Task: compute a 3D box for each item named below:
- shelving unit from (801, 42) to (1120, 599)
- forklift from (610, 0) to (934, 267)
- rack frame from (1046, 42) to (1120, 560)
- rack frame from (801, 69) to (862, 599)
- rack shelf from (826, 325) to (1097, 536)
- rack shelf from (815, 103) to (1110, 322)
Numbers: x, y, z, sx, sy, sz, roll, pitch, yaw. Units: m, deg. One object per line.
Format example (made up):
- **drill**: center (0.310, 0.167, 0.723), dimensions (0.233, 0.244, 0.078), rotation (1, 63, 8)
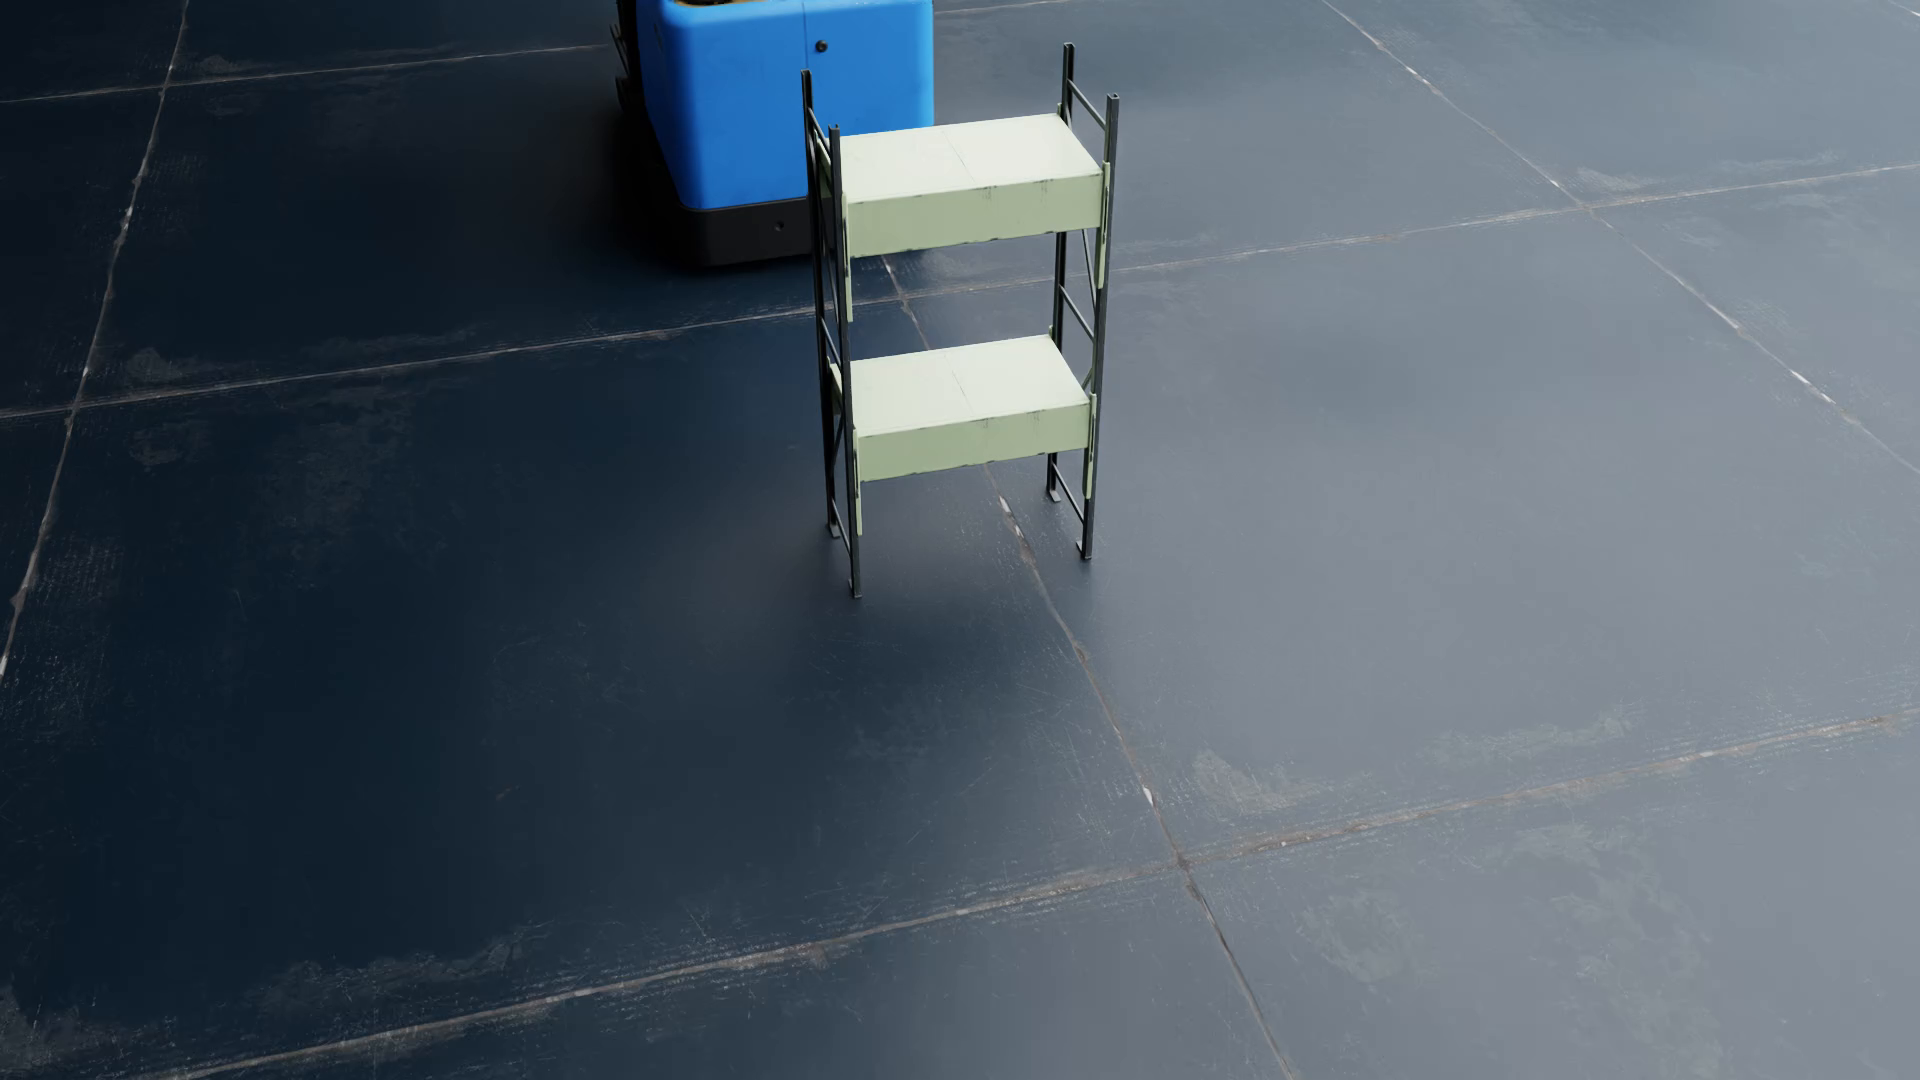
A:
- **shelving unit**: center (-0.006, -0.595, 4.793), dimensions (0.755, 1.500, 0.431), rotation (-9, 38, -12)
- **forklift**: center (-0.998, -3.137, 6.939), dimensions (1.130, 2.935, 3.031), rotation (-10, 39, -13)
- **rack frame**: center (0.347, -0.653, 4.869), dimensions (0.023, 1.500, 0.400), rotation (-9, 38, -12)
- **rack frame**: center (-0.360, -0.537, 4.717), dimensions (0.023, 1.500, 0.400), rotation (-9, 38, -12)
- **rack shelf**: center (-0.006, -0.336, 4.991), dimensions (0.720, 0.370, 0.431), rotation (-9, 38, -12)
- **rack shelf**: center (-0.006, -0.905, 4.556), dimensions (0.720, 0.370, 0.431), rotation (-9, 38, -12)
